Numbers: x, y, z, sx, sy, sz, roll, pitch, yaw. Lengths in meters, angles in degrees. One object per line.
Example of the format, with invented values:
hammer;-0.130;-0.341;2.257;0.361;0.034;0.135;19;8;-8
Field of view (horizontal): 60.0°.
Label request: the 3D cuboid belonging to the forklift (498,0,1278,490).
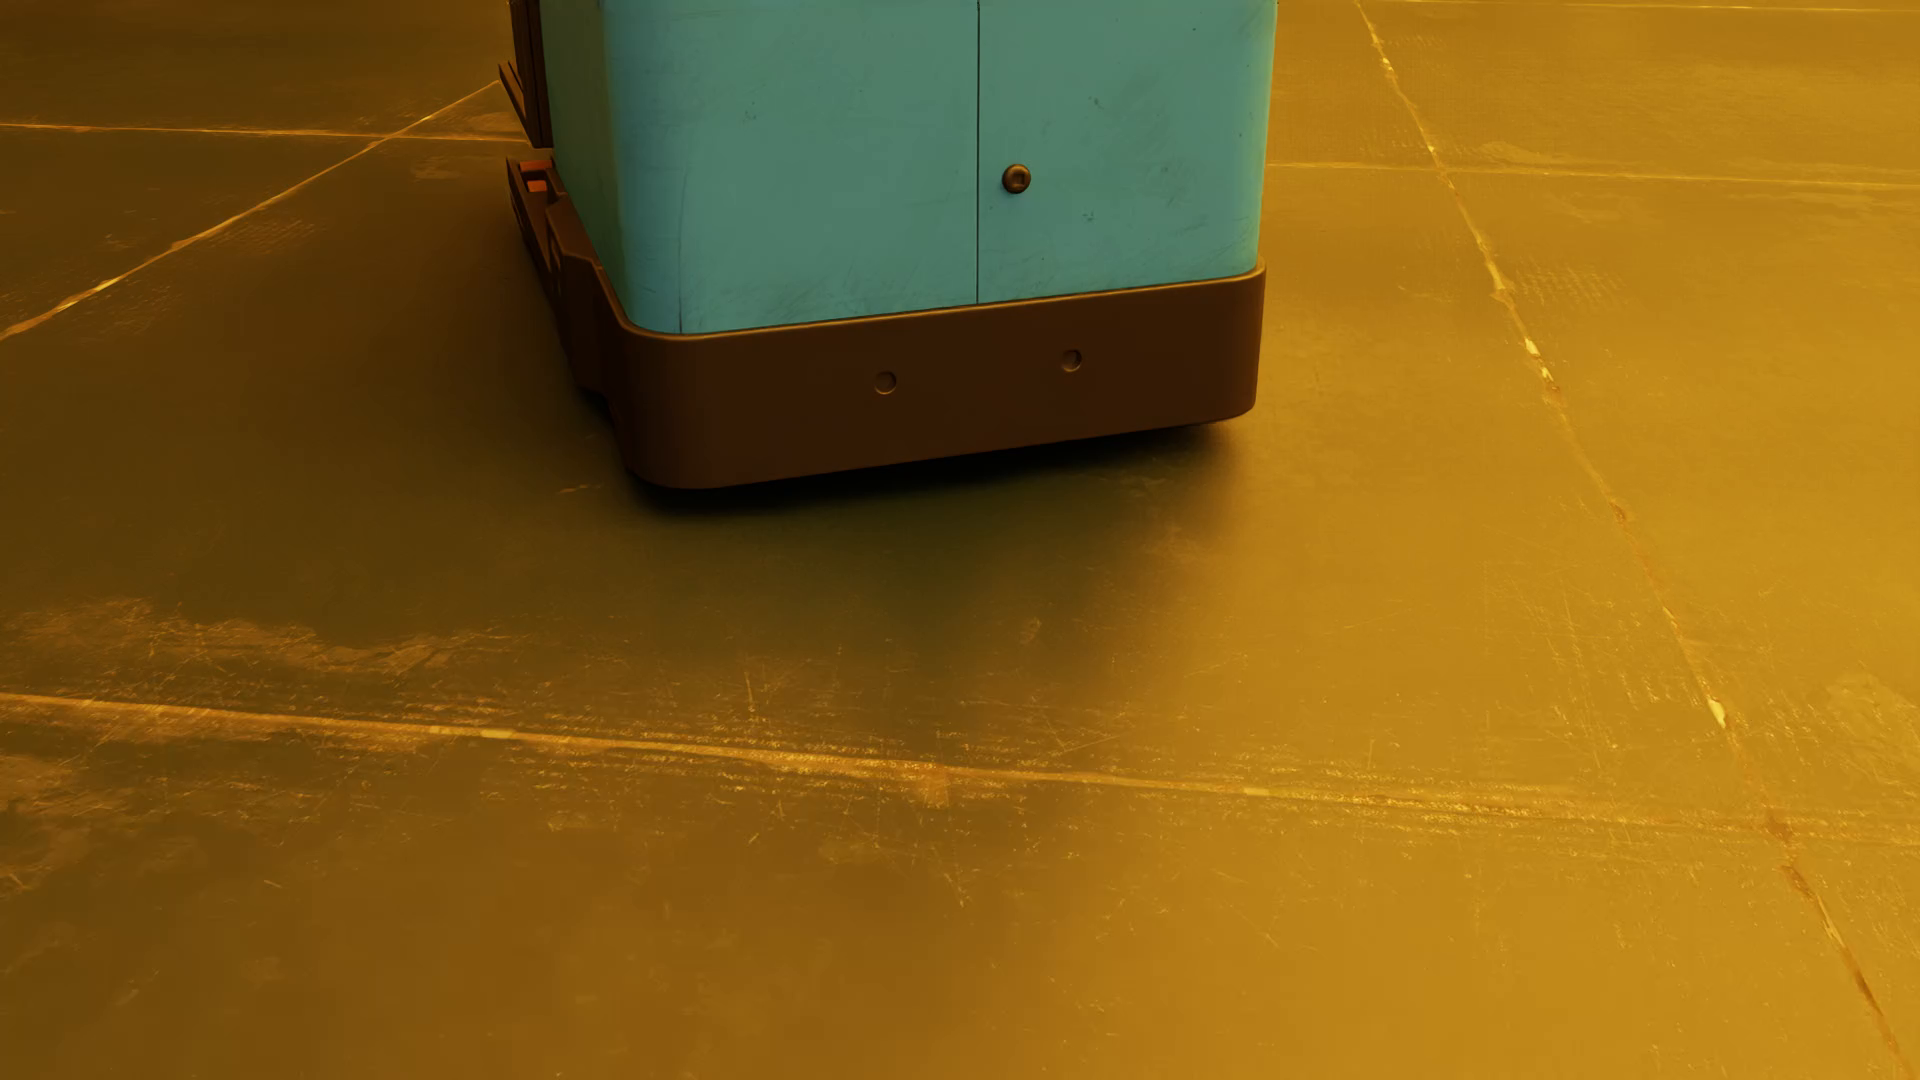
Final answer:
forklift;-0.451;-2.024;3.274;1.130;2.935;3.031;-9;28;-17
